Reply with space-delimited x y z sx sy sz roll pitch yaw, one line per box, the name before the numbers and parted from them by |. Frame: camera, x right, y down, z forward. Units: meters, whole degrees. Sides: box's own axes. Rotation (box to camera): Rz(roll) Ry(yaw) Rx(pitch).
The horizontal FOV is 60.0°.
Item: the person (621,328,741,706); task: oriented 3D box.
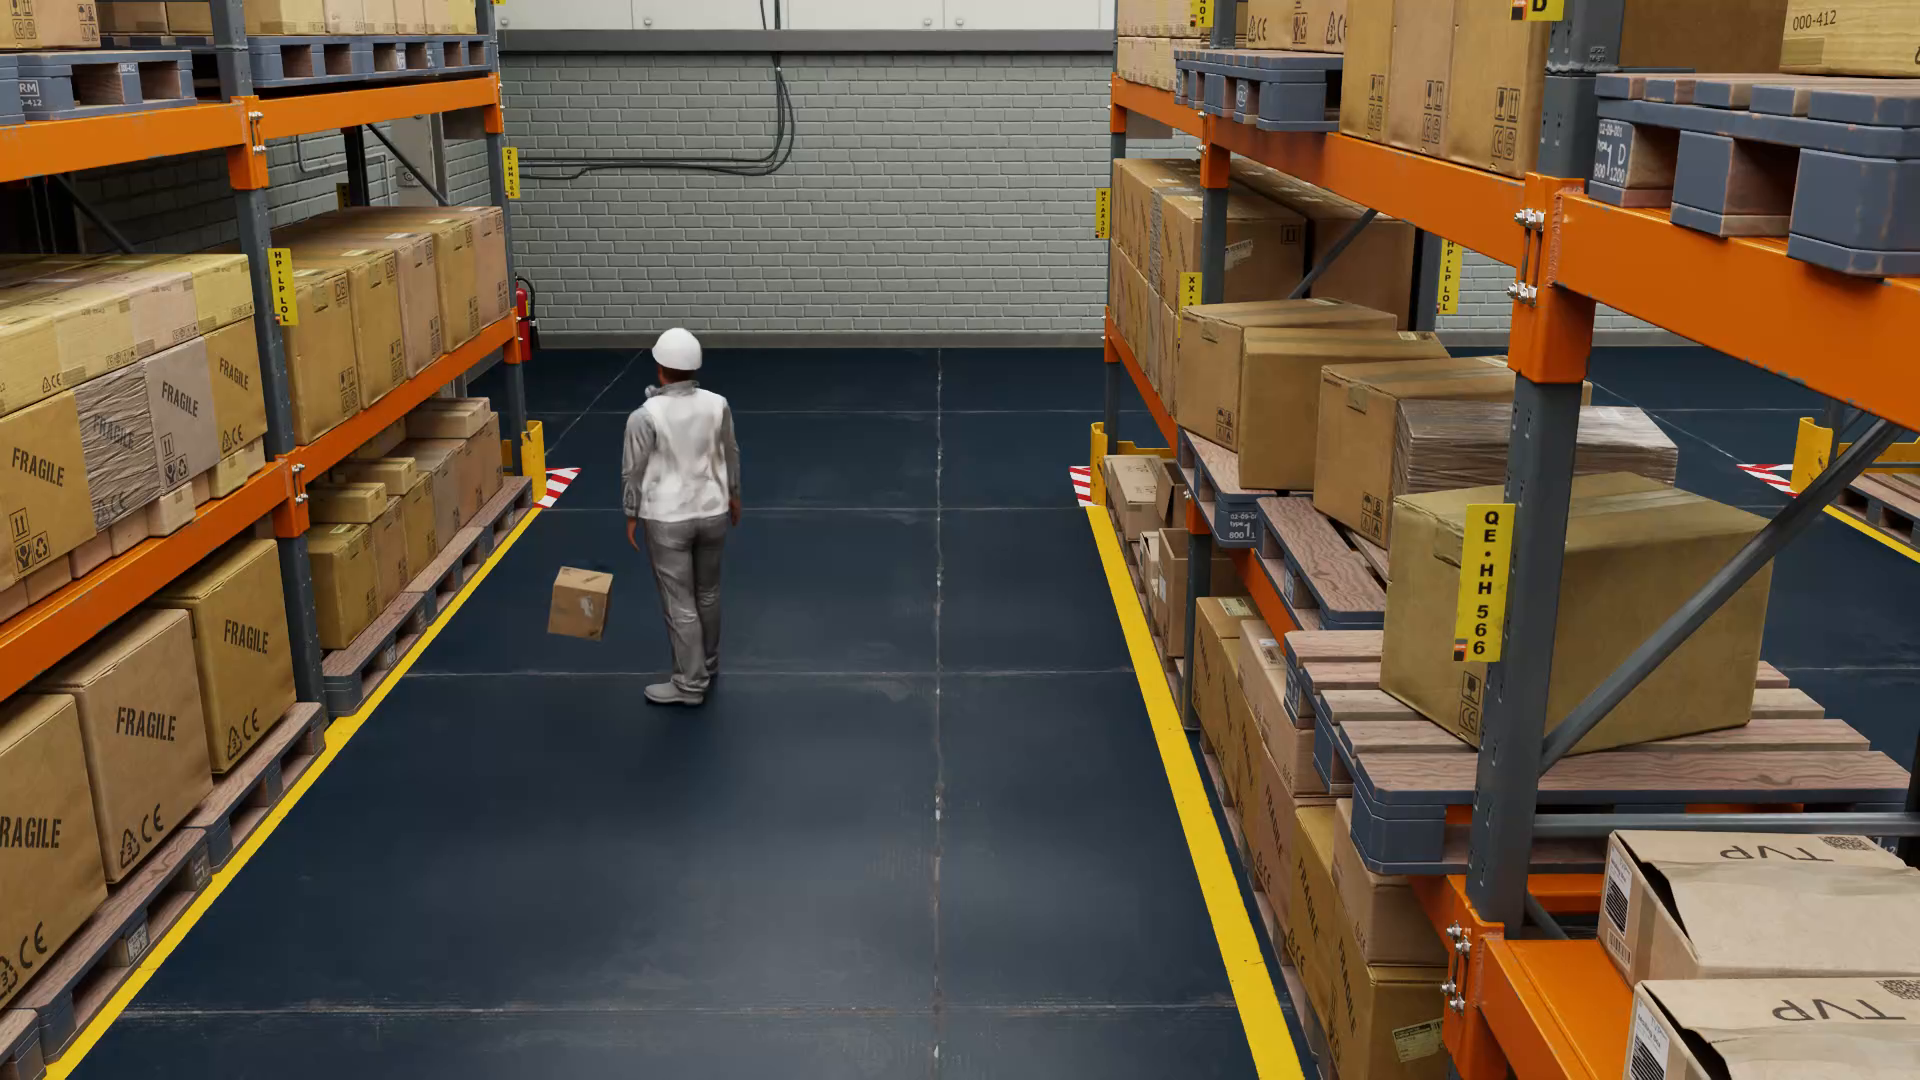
person | -1.326 -0.142 7.927 0.649 1.772 0.610 -13 21 -36
